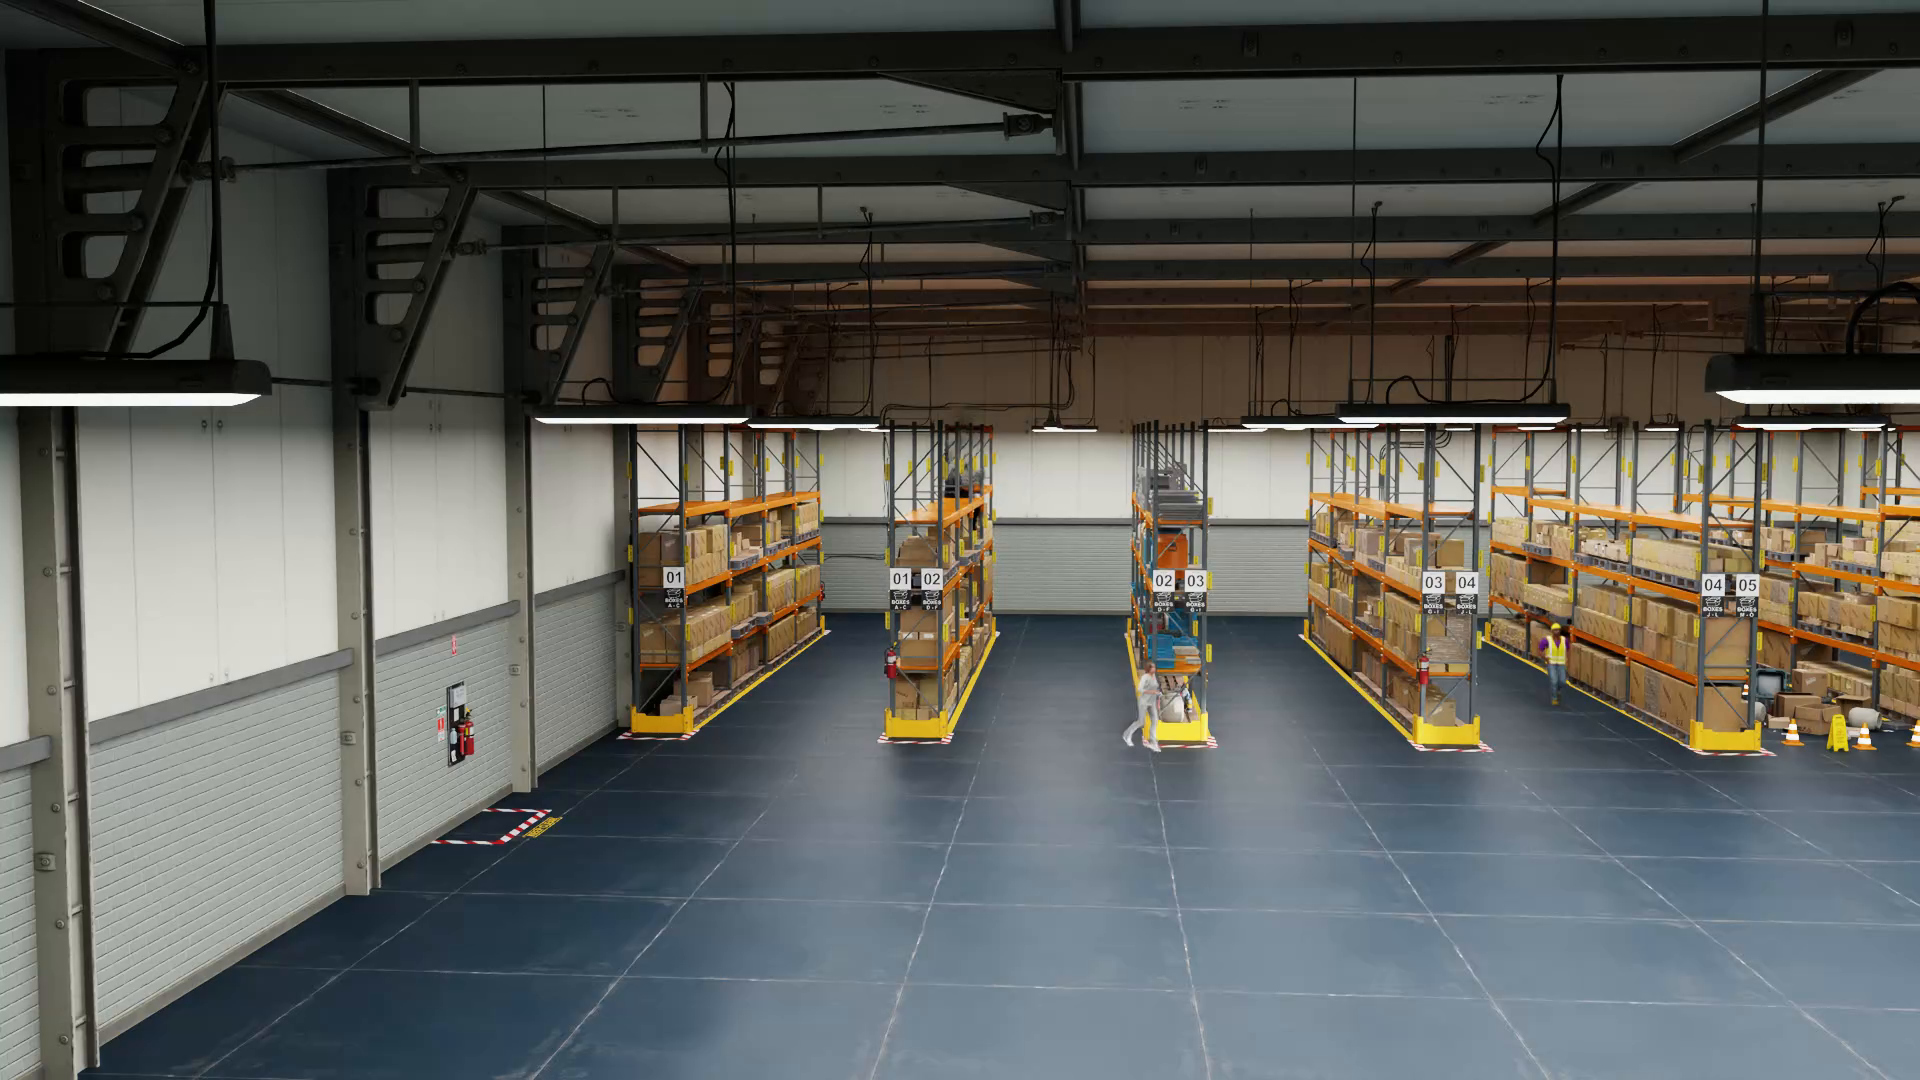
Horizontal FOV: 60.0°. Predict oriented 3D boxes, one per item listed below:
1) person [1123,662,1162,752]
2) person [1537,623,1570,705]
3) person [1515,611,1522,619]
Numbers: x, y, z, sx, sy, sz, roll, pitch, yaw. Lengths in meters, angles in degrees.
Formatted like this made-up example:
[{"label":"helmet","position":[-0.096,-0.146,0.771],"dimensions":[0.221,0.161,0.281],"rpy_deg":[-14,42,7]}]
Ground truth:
[{"label":"person","position":[3.380,3.007,30.246],"dimensions":[0.805,1.608,0.547],"rpy_deg":[3,5,43]},{"label":"person","position":[12.600,2.627,35.230],"dimensions":[0.706,1.728,0.537],"rpy_deg":[0,4,5]},{"label":"person","position":[16.001,1.867,47.594],"dimensions":[0.747,1.646,1.160],"rpy_deg":[-2,4,-34]}]
